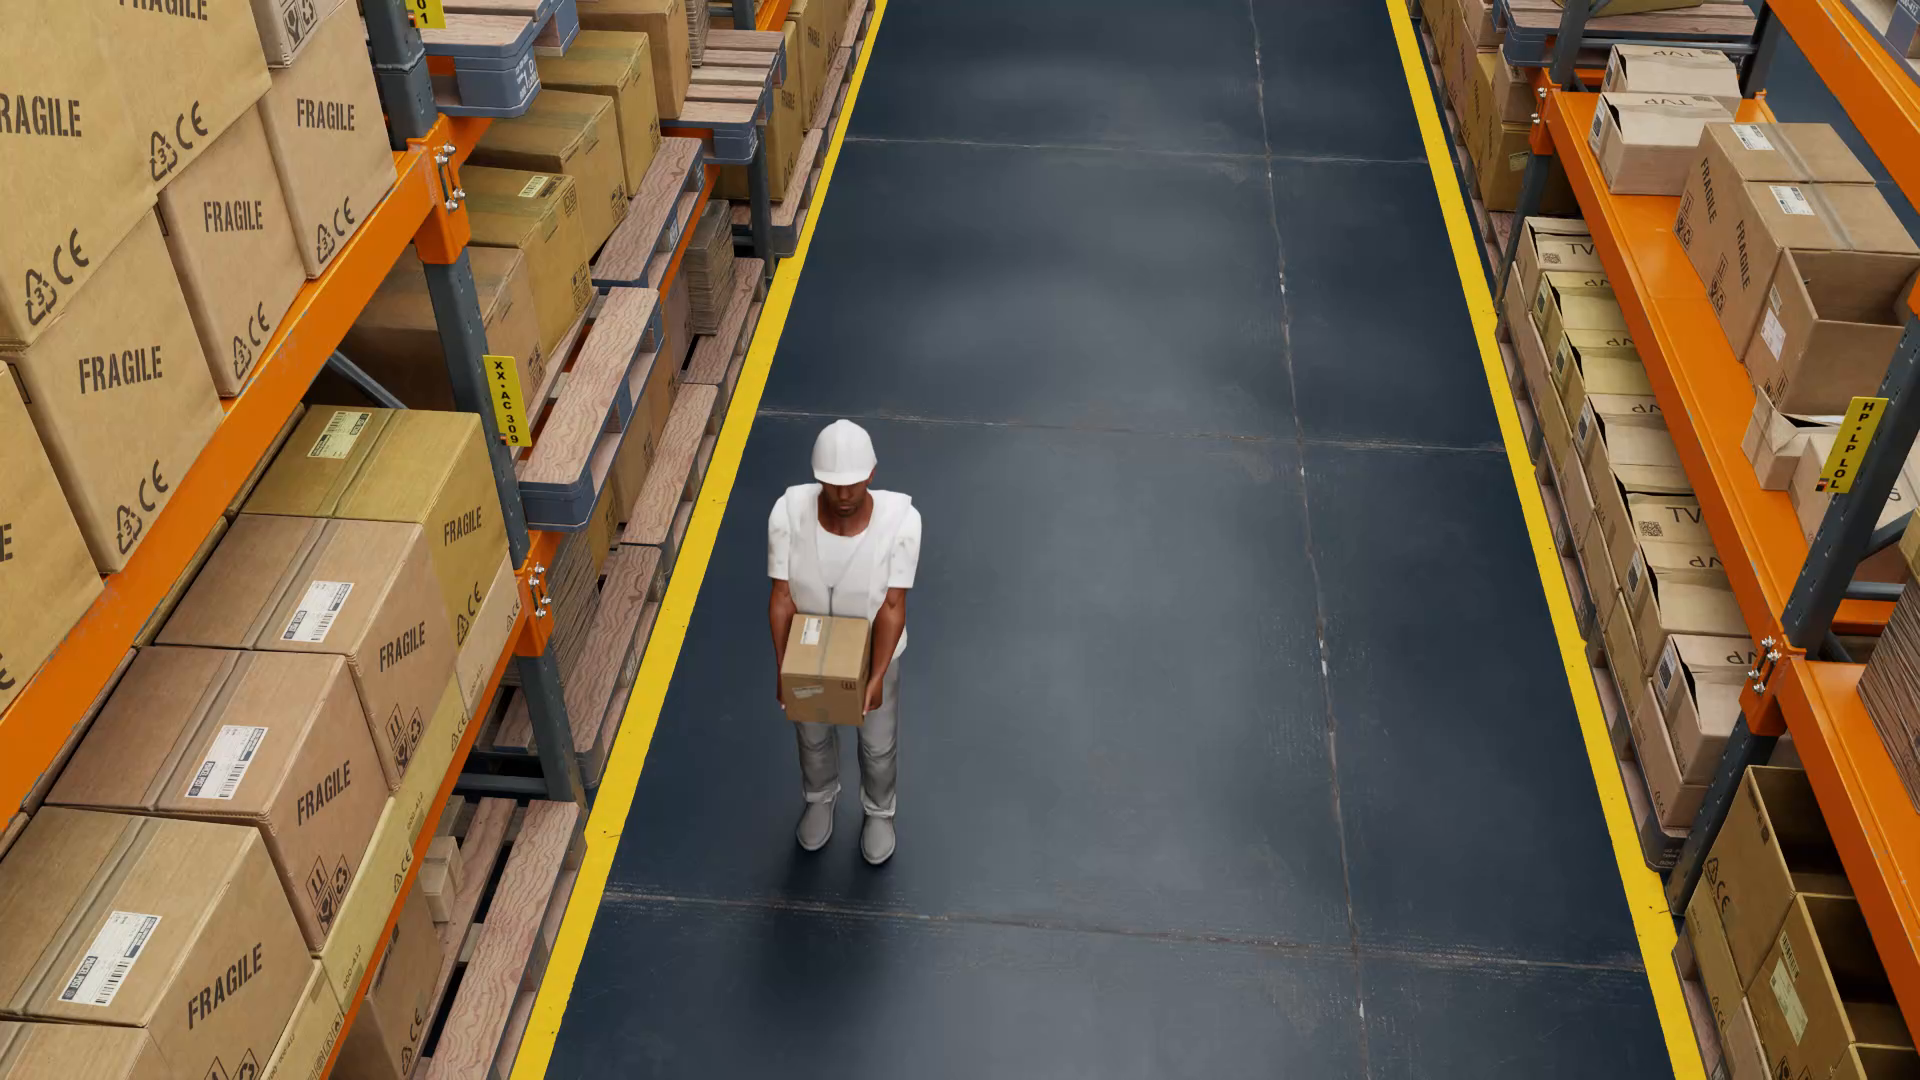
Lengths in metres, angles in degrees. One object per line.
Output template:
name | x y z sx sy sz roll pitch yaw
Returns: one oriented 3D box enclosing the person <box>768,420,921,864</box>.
person | -0.393 0.425 5.633 0.504 1.760 0.585 4 40 5
